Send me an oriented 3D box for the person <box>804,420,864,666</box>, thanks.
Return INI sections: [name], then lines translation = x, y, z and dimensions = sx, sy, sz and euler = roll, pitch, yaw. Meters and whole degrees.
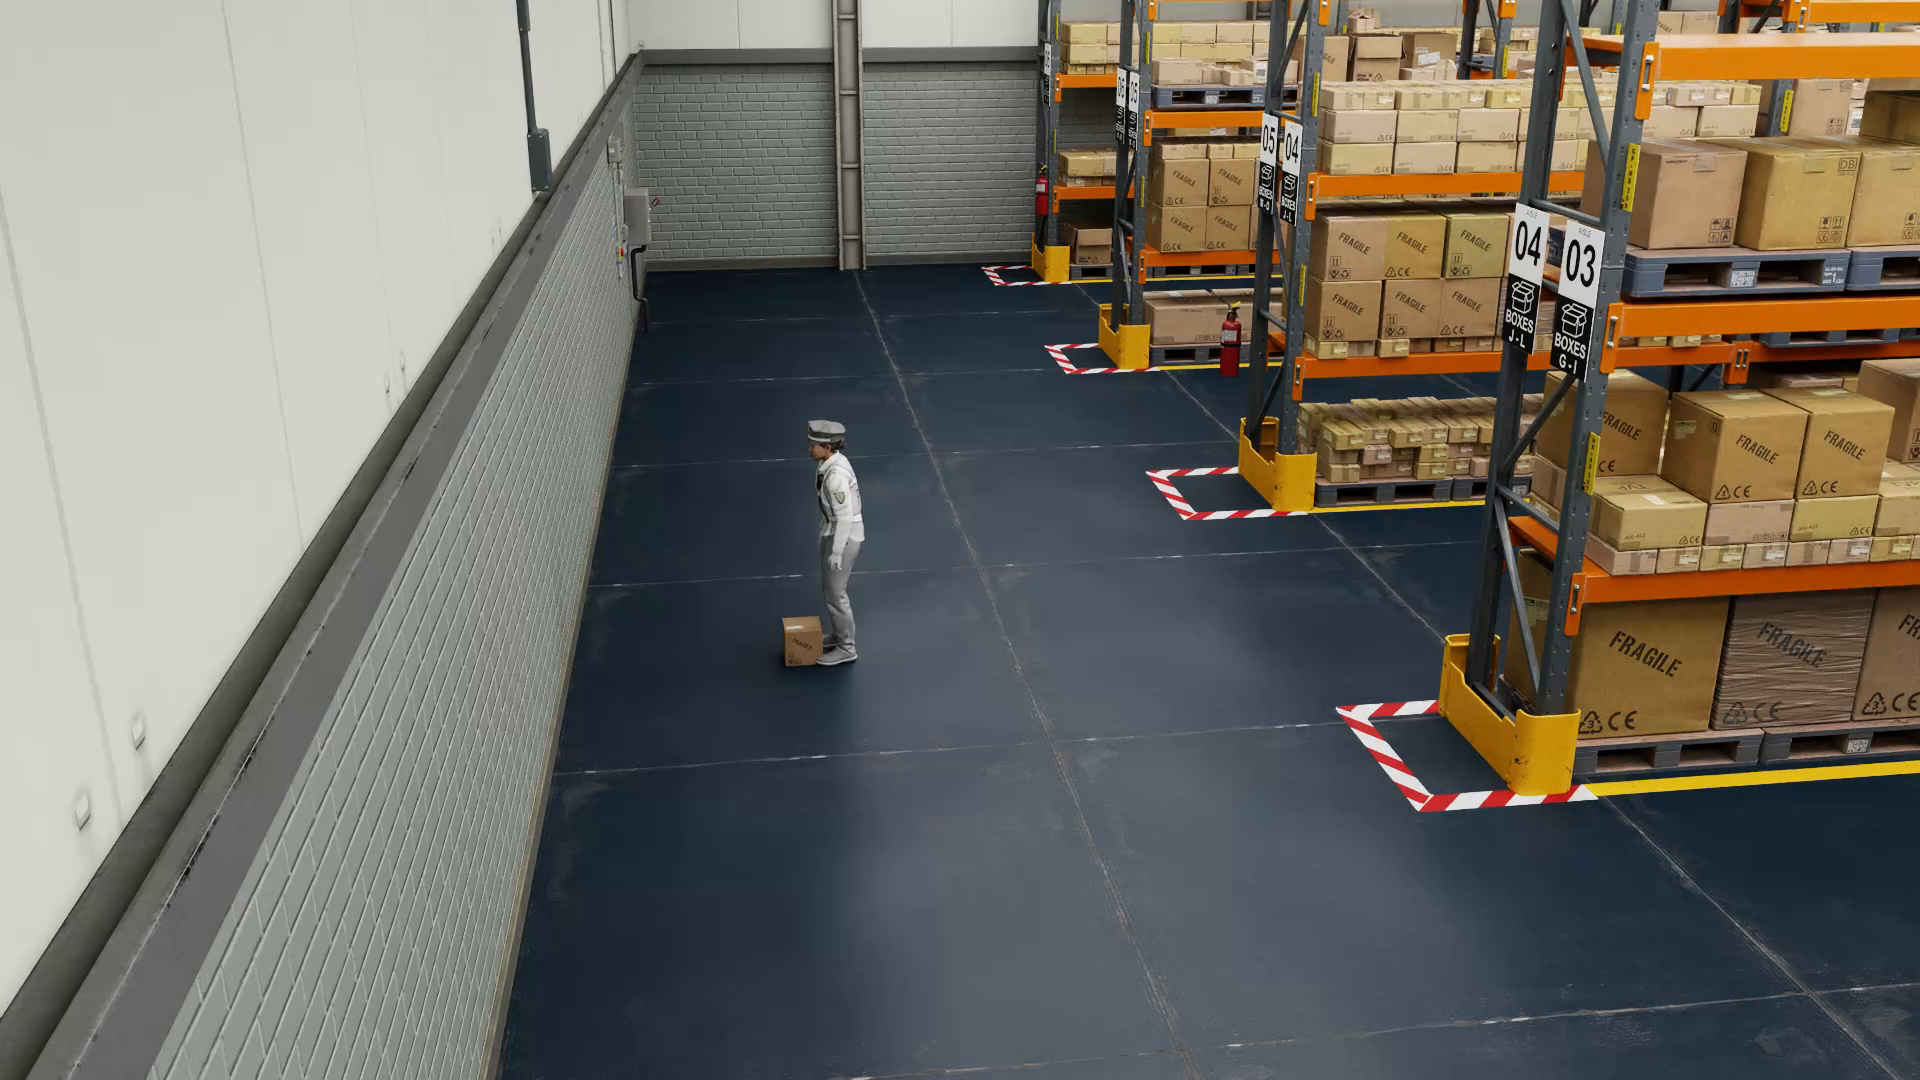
[person]
translation = -0.828, 0.008, 11.043
dimensions = 0.371, 1.666, 0.547
euler = -4, 21, -11
